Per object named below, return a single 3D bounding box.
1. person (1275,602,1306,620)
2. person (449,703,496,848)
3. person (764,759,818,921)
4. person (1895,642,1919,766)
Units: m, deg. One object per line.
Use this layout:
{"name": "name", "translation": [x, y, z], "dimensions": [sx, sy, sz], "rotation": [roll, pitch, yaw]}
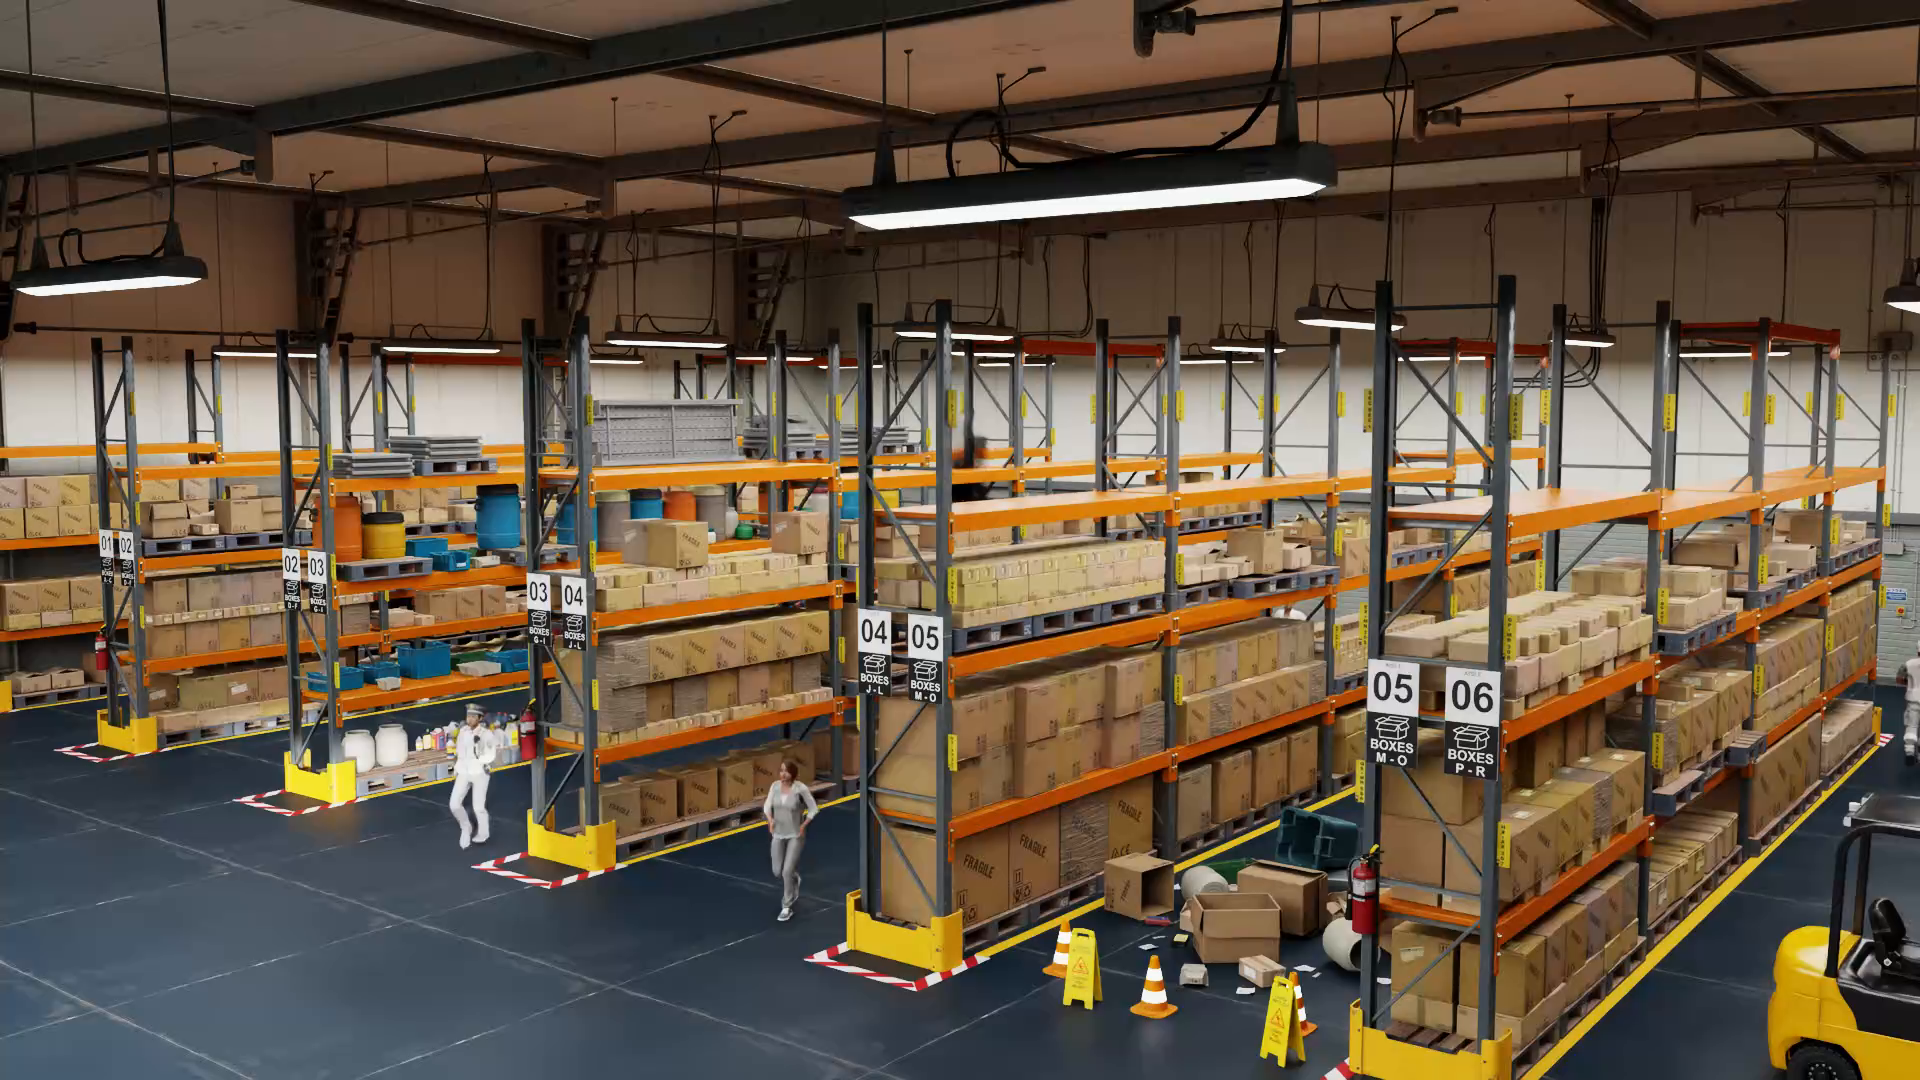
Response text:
{"name": "person", "translation": [5.622, 1.832, 28.465], "dimensions": [0.653, 1.769, 0.827], "rotation": [3, 6, 29]}
{"name": "person", "translation": [-5.546, 2.683, 18.953], "dimensions": [0.584, 1.672, 0.634], "rotation": [1, 5, 13]}
{"name": "person", "translation": [-1.697, 2.947, 16.559], "dimensions": [0.566, 1.573, 0.616], "rotation": [1, 5, 15]}
{"name": "person", "translation": [13.228, 2.251, 22.893], "dimensions": [0.662, 1.770, 0.993], "rotation": [4, 6, 36]}
